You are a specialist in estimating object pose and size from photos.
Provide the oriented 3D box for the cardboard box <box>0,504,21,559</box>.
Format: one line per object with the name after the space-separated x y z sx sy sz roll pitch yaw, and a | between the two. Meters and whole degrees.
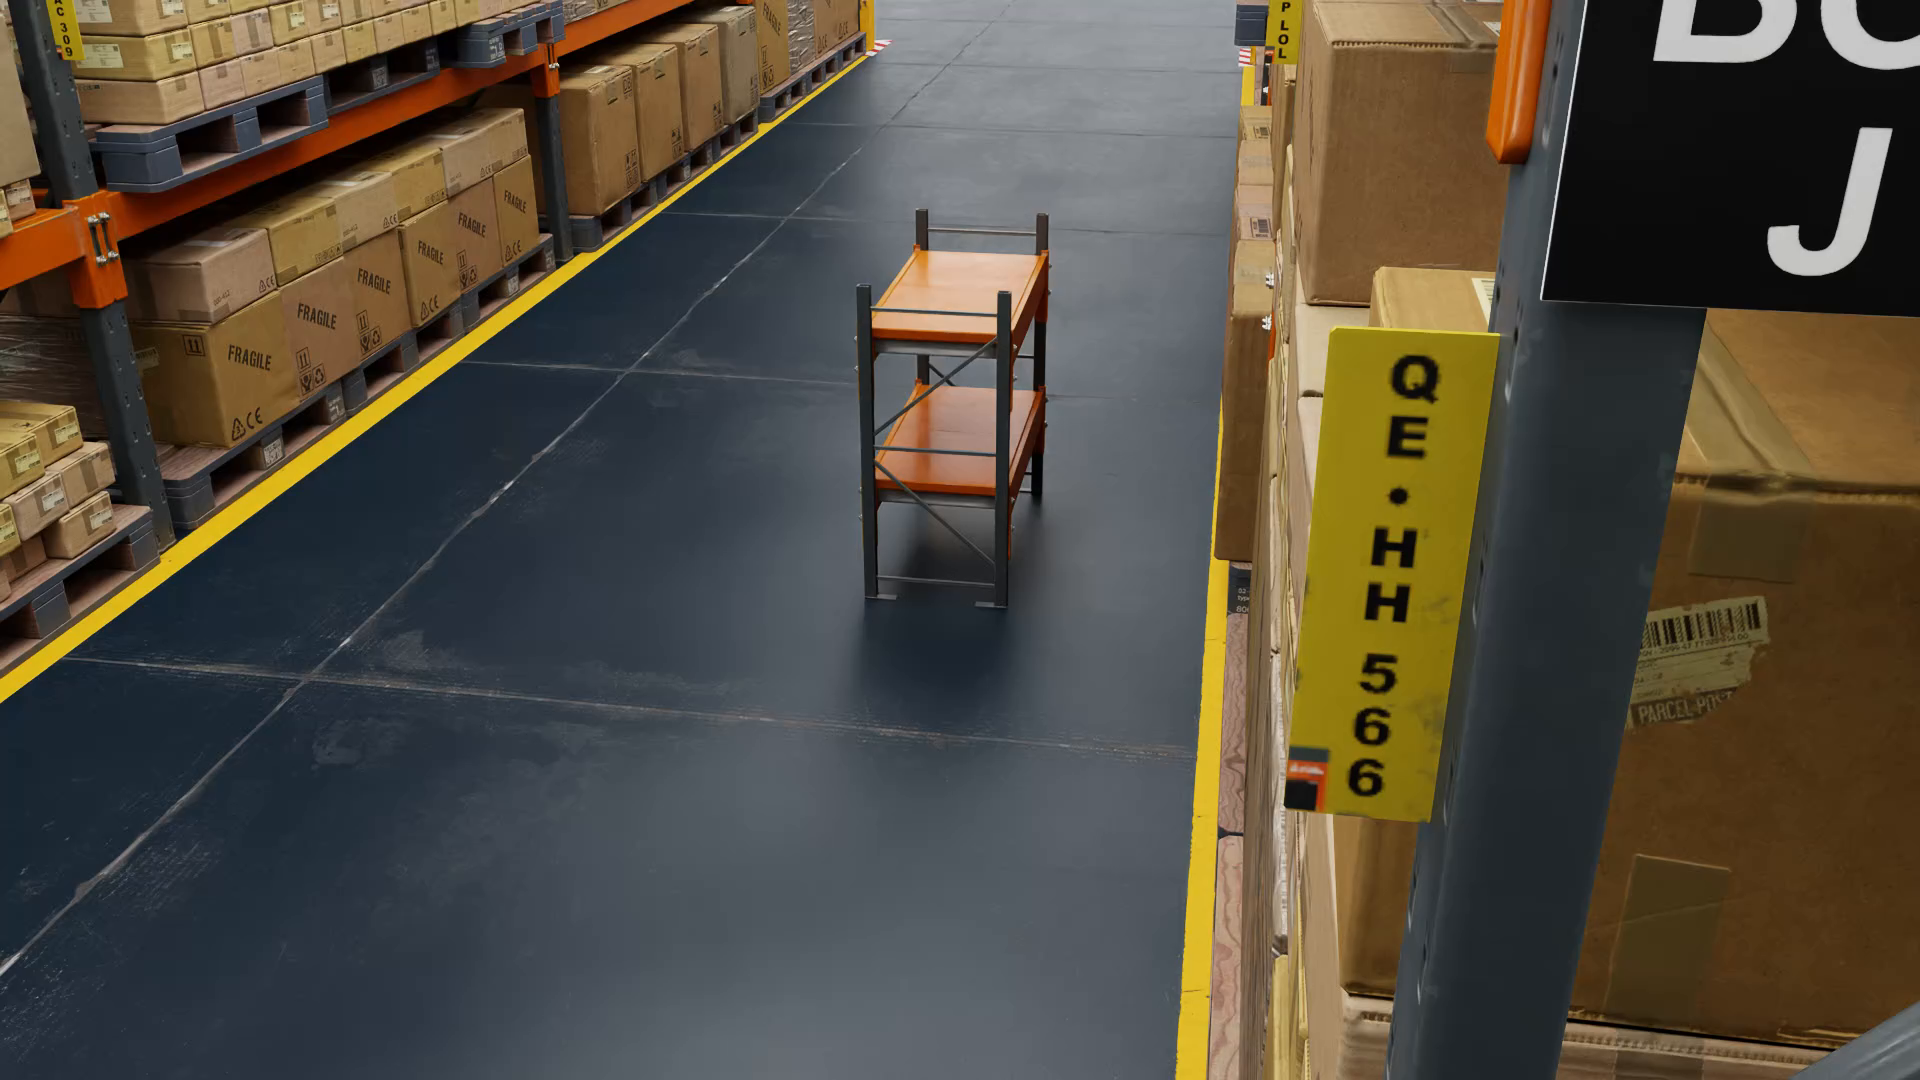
-3.227 -0.006 5.242 0.380 0.149 0.250 3 25 7 | cardboard box

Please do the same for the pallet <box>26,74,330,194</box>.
-3.163 -1.577 6.306 1.003 0.211 1.213 4 25 9 | pallet

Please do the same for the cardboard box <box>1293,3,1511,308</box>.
0.947 -0.768 3.295 0.500 0.500 0.500 3 25 7 | cardboard box

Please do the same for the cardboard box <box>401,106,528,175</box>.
-2.631 -2.120 8.810 0.500 0.250 0.500 3 25 7 | cardboard box

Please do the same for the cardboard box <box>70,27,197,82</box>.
-2.913 -1.698 5.789 0.380 0.149 0.250 4 25 9 | cardboard box

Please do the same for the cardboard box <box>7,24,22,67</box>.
-3.561 -1.745 5.890 0.380 0.149 0.250 5 26 10 | cardboard box

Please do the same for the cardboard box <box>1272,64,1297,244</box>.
1.253 -1.228 5.217 0.500 0.500 0.500 4 25 9 | cardboard box

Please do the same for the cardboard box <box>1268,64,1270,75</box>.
1.752 -2.502 7.938 0.500 0.500 0.500 5 26 10 | cardboard box

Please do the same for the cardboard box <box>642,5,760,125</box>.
-2.136 -3.605 12.572 1.050 0.750 0.750 4 25 8 | cardboard box

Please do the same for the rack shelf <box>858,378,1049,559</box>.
-0.001 -0.285 6.109 0.538 0.278 1.000 4 25 9 | rack shelf

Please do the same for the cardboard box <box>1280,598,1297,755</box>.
0.691 0.220 2.539 0.380 0.149 0.250 3 25 7 | cardboard box

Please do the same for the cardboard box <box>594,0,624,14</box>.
-2.357 -3.454 9.973 0.500 0.500 0.500 4 25 8 | cardboard box

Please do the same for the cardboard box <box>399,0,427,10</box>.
-2.618 -2.460 7.418 0.380 0.149 0.250 5 25 10 | cardboard box

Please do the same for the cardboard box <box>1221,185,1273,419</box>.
1.676 -0.839 6.514 1.225 0.875 0.875 3 25 7 | cardboard box

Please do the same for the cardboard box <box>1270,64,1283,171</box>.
1.419 -1.653 6.126 0.500 0.500 0.500 4 25 8 | cardboard box

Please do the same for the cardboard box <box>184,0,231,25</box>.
-2.873 -1.950 5.976 0.380 0.149 0.250 5 25 10 | cardboard box

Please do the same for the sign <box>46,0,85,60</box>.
-2.895 -1.712 5.347 0.100 0.325 0.005 4 25 9 | sign

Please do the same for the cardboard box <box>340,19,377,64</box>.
-2.705 -2.110 7.020 0.380 0.149 0.250 4 25 8 | cardboard box

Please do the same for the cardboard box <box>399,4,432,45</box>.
-2.619 -2.329 7.488 0.380 0.149 0.250 5 26 10 | cardboard box

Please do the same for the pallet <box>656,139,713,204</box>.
-2.372 -2.597 11.549 1.003 0.211 1.213 4 25 9 | pallet

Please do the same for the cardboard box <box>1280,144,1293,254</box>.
1.110 -0.856 4.367 0.500 0.250 0.500 4 25 8 | cardboard box

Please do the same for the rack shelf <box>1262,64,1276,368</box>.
1.773 -1.479 6.719 1.077 0.370 4.000 4 25 9 | rack shelf

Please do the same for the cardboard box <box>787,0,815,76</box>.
-1.808 -4.563 14.471 0.875 0.875 0.875 4 25 9 | cardboard box

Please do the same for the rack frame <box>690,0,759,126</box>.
-2.124 -4.700 12.752 1.000 3.000 0.127 4 25 9 | rack frame

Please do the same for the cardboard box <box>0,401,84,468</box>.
-3.232 -0.355 5.637 0.380 0.149 0.250 5 25 10 | cardboard box

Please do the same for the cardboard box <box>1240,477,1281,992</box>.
1.112 0.451 3.759 0.875 0.875 0.875 4 25 9 | cardboard box

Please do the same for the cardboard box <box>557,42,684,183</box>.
-2.450 -2.812 10.878 1.050 0.750 0.750 4 25 9 | cardboard box

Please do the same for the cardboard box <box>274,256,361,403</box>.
-2.964 -0.924 7.139 0.500 0.500 0.500 5 26 11 | cardboard box

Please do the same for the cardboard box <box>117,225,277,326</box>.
-3.050 -1.042 6.507 0.500 0.250 0.500 3 25 6 | cardboard box

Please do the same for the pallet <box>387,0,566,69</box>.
-2.789 -2.634 8.566 1.213 0.211 1.003 4 25 9 | pallet

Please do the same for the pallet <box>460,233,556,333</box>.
-2.907 -1.437 9.071 1.003 0.211 1.213 4 25 9 | pallet

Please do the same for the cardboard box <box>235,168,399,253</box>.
-2.877 -1.478 7.438 0.500 0.250 0.500 5 26 11 | cardboard box

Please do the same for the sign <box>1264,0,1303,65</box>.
0.909 -1.490 4.623 0.100 0.325 0.005 4 25 9 | sign

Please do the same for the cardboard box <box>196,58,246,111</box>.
-2.873 -1.680 6.101 0.380 0.149 0.250 4 25 9 | cardboard box

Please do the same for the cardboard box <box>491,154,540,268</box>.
-2.627 -1.792 8.992 0.500 0.500 0.500 4 25 8 | cardboard box

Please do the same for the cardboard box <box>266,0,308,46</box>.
-2.789 -2.023 6.484 0.380 0.149 0.250 3 25 6 | cardboard box

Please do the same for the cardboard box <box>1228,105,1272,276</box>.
1.966 -1.582 8.102 1.225 0.875 0.875 3 25 6 | cardboard box

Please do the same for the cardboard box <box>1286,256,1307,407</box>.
0.945 -0.432 3.460 0.500 0.250 0.500 5 25 10 | cardboard box

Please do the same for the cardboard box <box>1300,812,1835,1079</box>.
0.609 0.417 1.647 0.500 0.250 0.500 4 25 8 | cardboard box

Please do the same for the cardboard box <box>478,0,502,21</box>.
-2.488 -2.654 8.182 0.380 0.149 0.250 4 25 9 | cardboard box

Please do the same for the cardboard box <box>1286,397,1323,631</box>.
0.776 -0.008 2.555 0.500 0.250 0.500 3 25 7 | cardboard box

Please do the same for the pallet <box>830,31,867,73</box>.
-1.523 -4.770 16.191 1.003 0.211 1.213 4 25 9 | pallet

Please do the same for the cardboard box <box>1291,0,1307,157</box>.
1.115 -1.192 4.199 0.500 0.500 0.500 4 25 9 | cardboard box

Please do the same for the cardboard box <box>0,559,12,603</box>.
-3.264 0.153 5.253 0.380 0.149 0.250 3 25 7 | cardboard box

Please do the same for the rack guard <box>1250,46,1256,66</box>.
3.394 -4.823 15.964 1.175 0.500 0.348 4 25 9 | rack guard

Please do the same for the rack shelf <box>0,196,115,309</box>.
-1.351 -0.689 3.293 5.958 1.845 4.006 4 25 9 | rack shelf

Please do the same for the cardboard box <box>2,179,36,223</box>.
-3.247 -1.104 5.367 0.380 0.149 0.250 4 25 8 | cardboard box

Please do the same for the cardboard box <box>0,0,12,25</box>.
-3.558 -1.881 5.830 0.380 0.149 0.250 5 26 11 | cardboard box

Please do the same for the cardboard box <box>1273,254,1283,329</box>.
1.026 -0.644 4.383 0.380 0.149 0.250 3 25 7 | cardboard box

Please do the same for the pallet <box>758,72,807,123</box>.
-1.922 -3.749 14.011 1.003 0.211 1.213 4 25 9 | pallet

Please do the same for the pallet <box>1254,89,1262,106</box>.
2.828 -3.334 13.124 1.003 0.211 1.213 4 25 9 | pallet

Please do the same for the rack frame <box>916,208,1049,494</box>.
0.082 -0.719 6.460 0.500 1.125 0.032 4 25 9 | rack frame

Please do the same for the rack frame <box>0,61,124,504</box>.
-3.428 -1.354 5.604 0.949 2.616 0.053 4 25 9 | rack frame

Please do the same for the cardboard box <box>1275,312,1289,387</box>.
0.942 -0.423 3.912 0.380 0.149 0.250 3 25 7 | cardboard box

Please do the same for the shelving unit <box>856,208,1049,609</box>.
-0.001 -0.507 6.006 0.538 1.125 1.048 4 25 9 | shelving unit

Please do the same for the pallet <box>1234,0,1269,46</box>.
2.111 -2.859 9.047 1.213 0.211 1.003 4 25 9 | pallet

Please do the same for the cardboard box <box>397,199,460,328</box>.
-2.786 -1.352 8.054 0.500 0.500 0.500 3 25 6 | cardboard box

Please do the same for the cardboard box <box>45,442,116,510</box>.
-3.169 -0.234 5.728 0.380 0.149 0.250 5 25 10 | cardboard box
